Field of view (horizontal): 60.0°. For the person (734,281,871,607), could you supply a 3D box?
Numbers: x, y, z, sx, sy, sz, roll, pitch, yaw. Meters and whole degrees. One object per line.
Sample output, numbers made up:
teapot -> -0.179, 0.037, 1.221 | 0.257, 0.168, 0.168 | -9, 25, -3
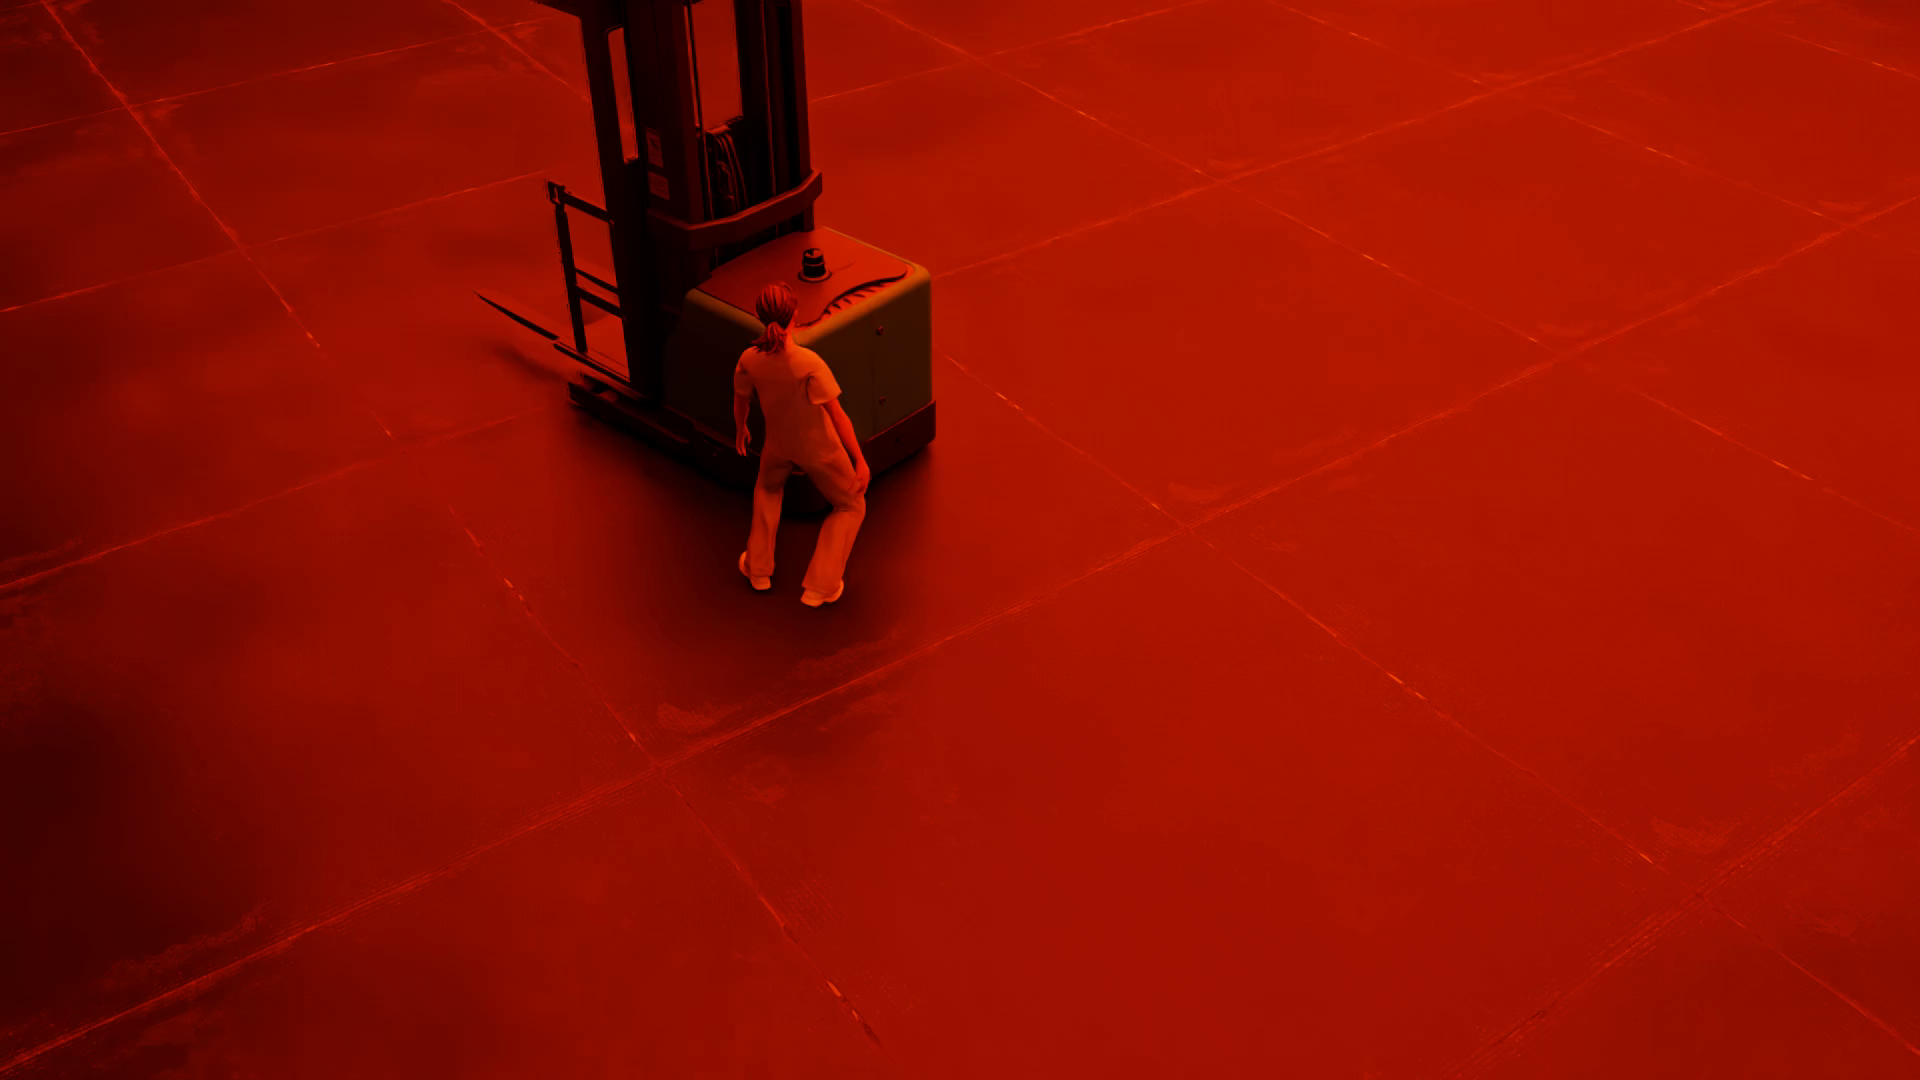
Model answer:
person -> -0.751, -0.410, 7.632 | 0.799, 1.597, 0.486 | 17, 40, 22

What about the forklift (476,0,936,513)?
forklift -> -1.572, -2.058, 8.728 | 3.031, 2.935, 1.130 | 27, 44, 32
